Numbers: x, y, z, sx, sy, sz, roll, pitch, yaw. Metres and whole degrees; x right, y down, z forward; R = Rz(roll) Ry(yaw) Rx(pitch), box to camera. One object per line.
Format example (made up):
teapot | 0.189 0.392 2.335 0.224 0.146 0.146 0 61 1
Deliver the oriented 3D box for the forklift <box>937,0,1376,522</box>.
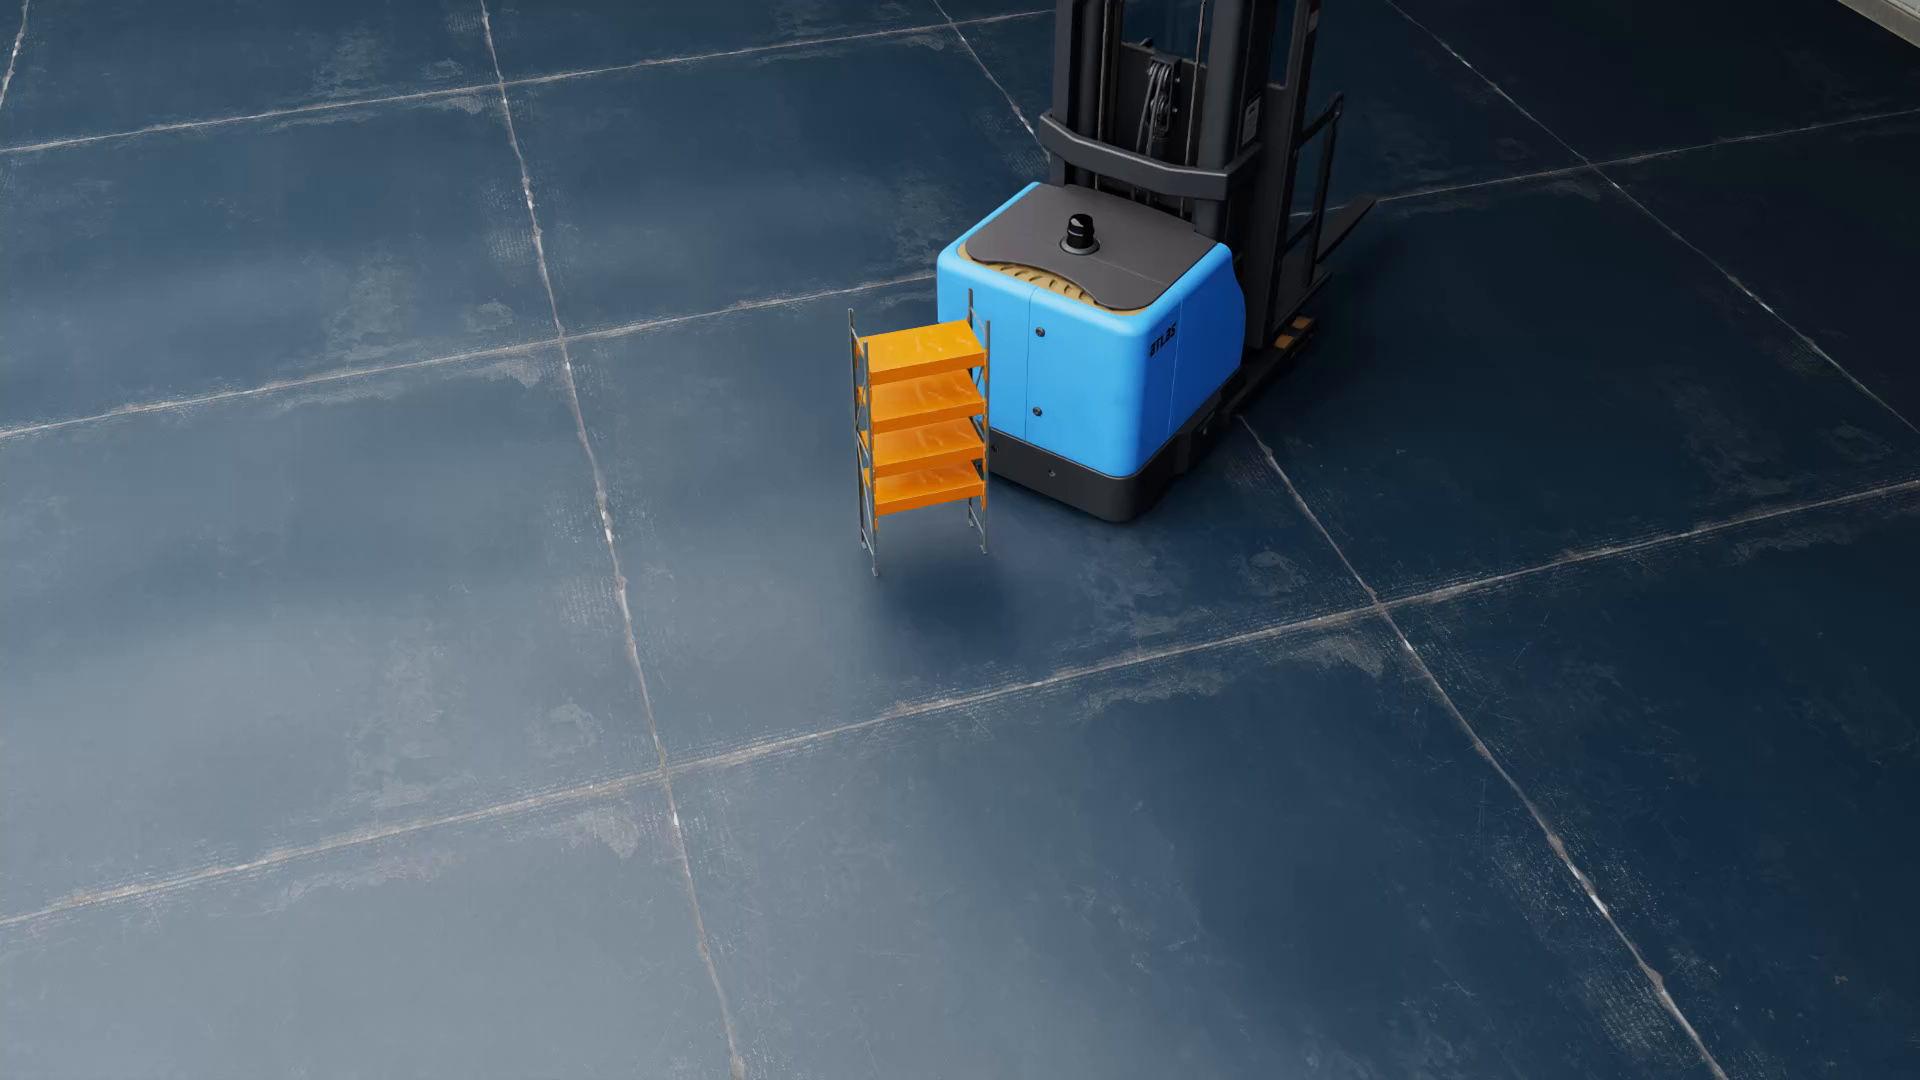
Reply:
forklift | 1.136 -2.117 7.446 1.130 2.935 3.031 24 47 25

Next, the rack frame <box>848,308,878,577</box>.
rack frame | -0.391 -0.371 6.763 0.015 1.200 0.240 -12 42 -13

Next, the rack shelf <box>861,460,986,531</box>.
rack shelf | -0.158 -0.219 6.993 0.480 0.148 0.258 -12 42 -13

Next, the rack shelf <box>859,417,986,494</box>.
rack shelf | -0.158 -0.368 6.862 0.480 0.148 0.258 -12 42 -13

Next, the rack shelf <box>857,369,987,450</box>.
rack shelf | -0.158 -0.537 6.715 0.480 0.148 0.258 -12 42 -13

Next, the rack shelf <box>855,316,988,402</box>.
rack shelf | -0.158 -0.715 6.559 0.480 0.148 0.258 -12 42 -13

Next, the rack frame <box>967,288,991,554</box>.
rack frame | 0.075 -0.467 6.873 0.015 1.200 0.240 -12 42 -13

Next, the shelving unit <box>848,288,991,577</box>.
shelving unit | -0.158 -0.419 6.818 0.503 1.200 0.258 -12 42 -13
